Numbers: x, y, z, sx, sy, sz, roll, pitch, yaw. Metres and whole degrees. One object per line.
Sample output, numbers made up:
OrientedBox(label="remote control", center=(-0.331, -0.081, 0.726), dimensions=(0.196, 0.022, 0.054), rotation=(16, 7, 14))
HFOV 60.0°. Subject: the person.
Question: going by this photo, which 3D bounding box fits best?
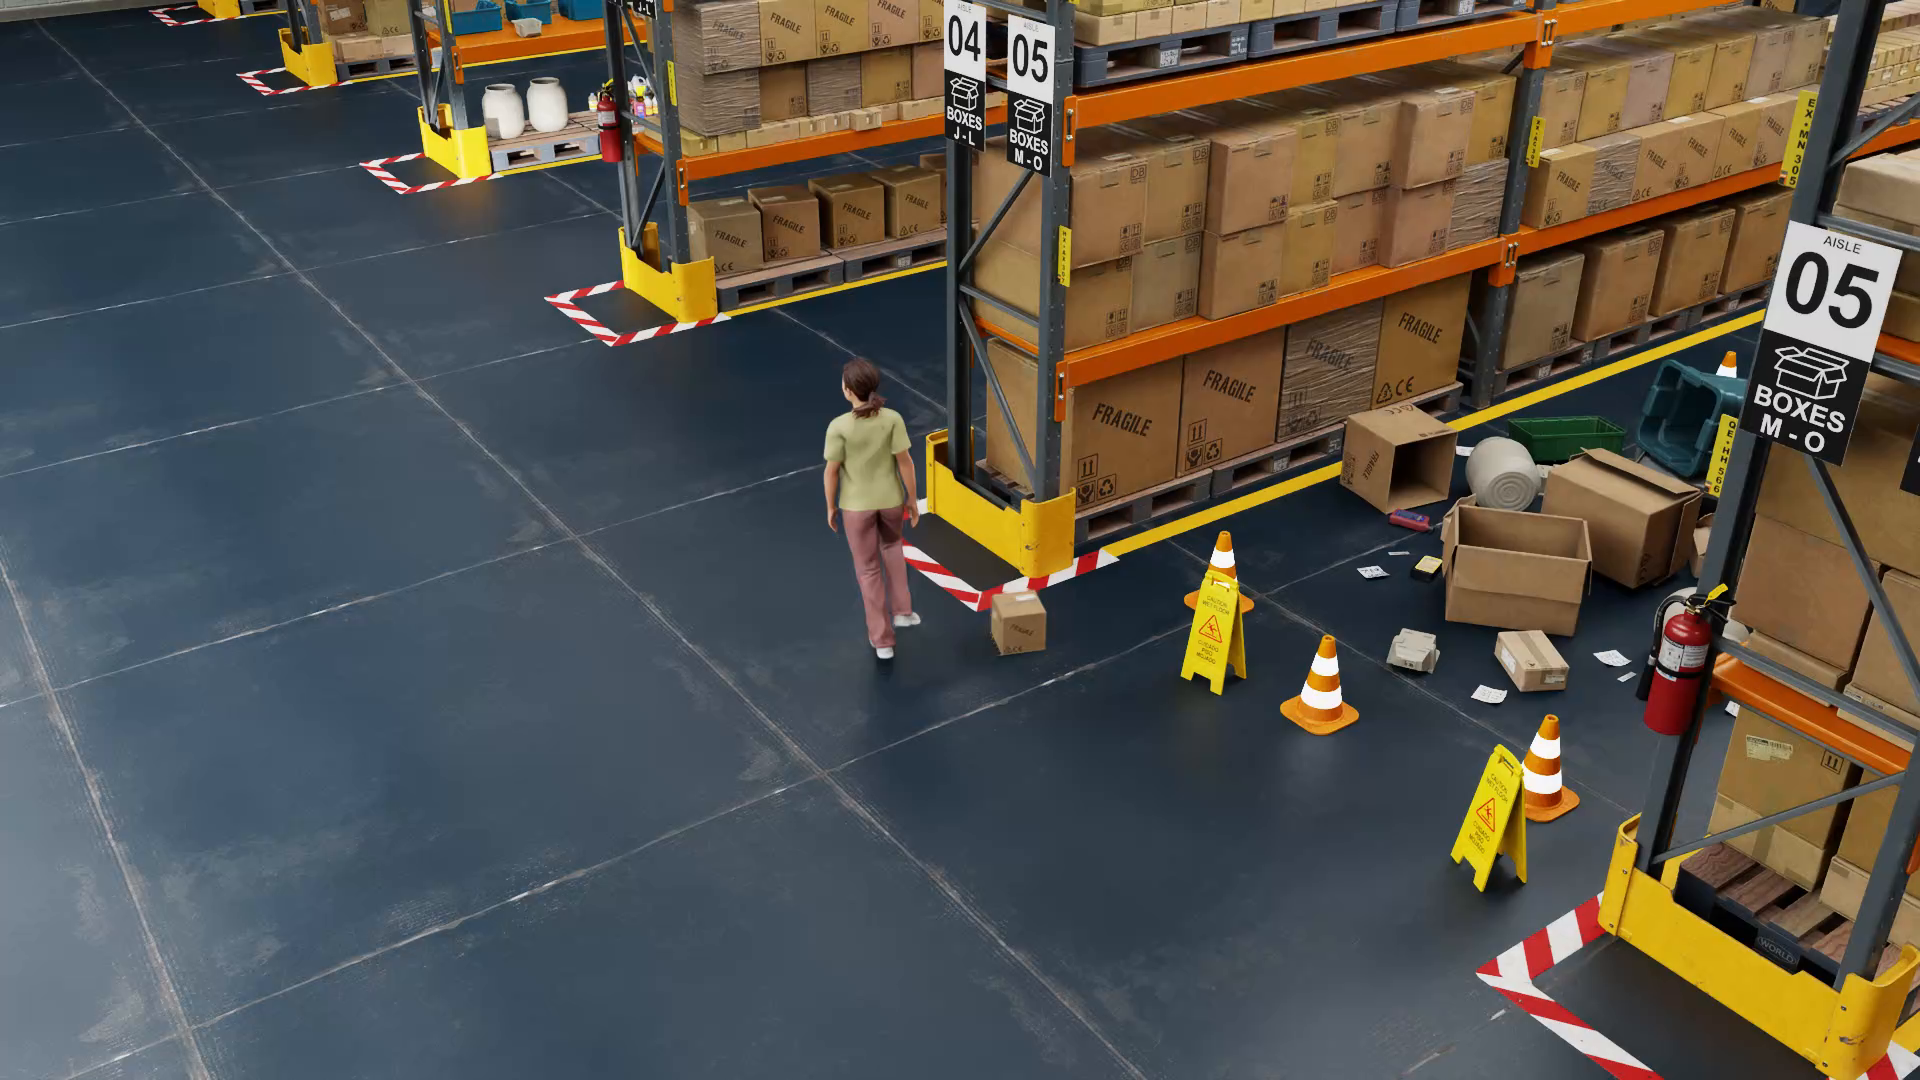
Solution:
OrientedBox(label="person", center=(-0.456, -0.169, 8.908), dimensions=(0.539, 1.643, 0.497), rotation=(-10, 30, -17))
